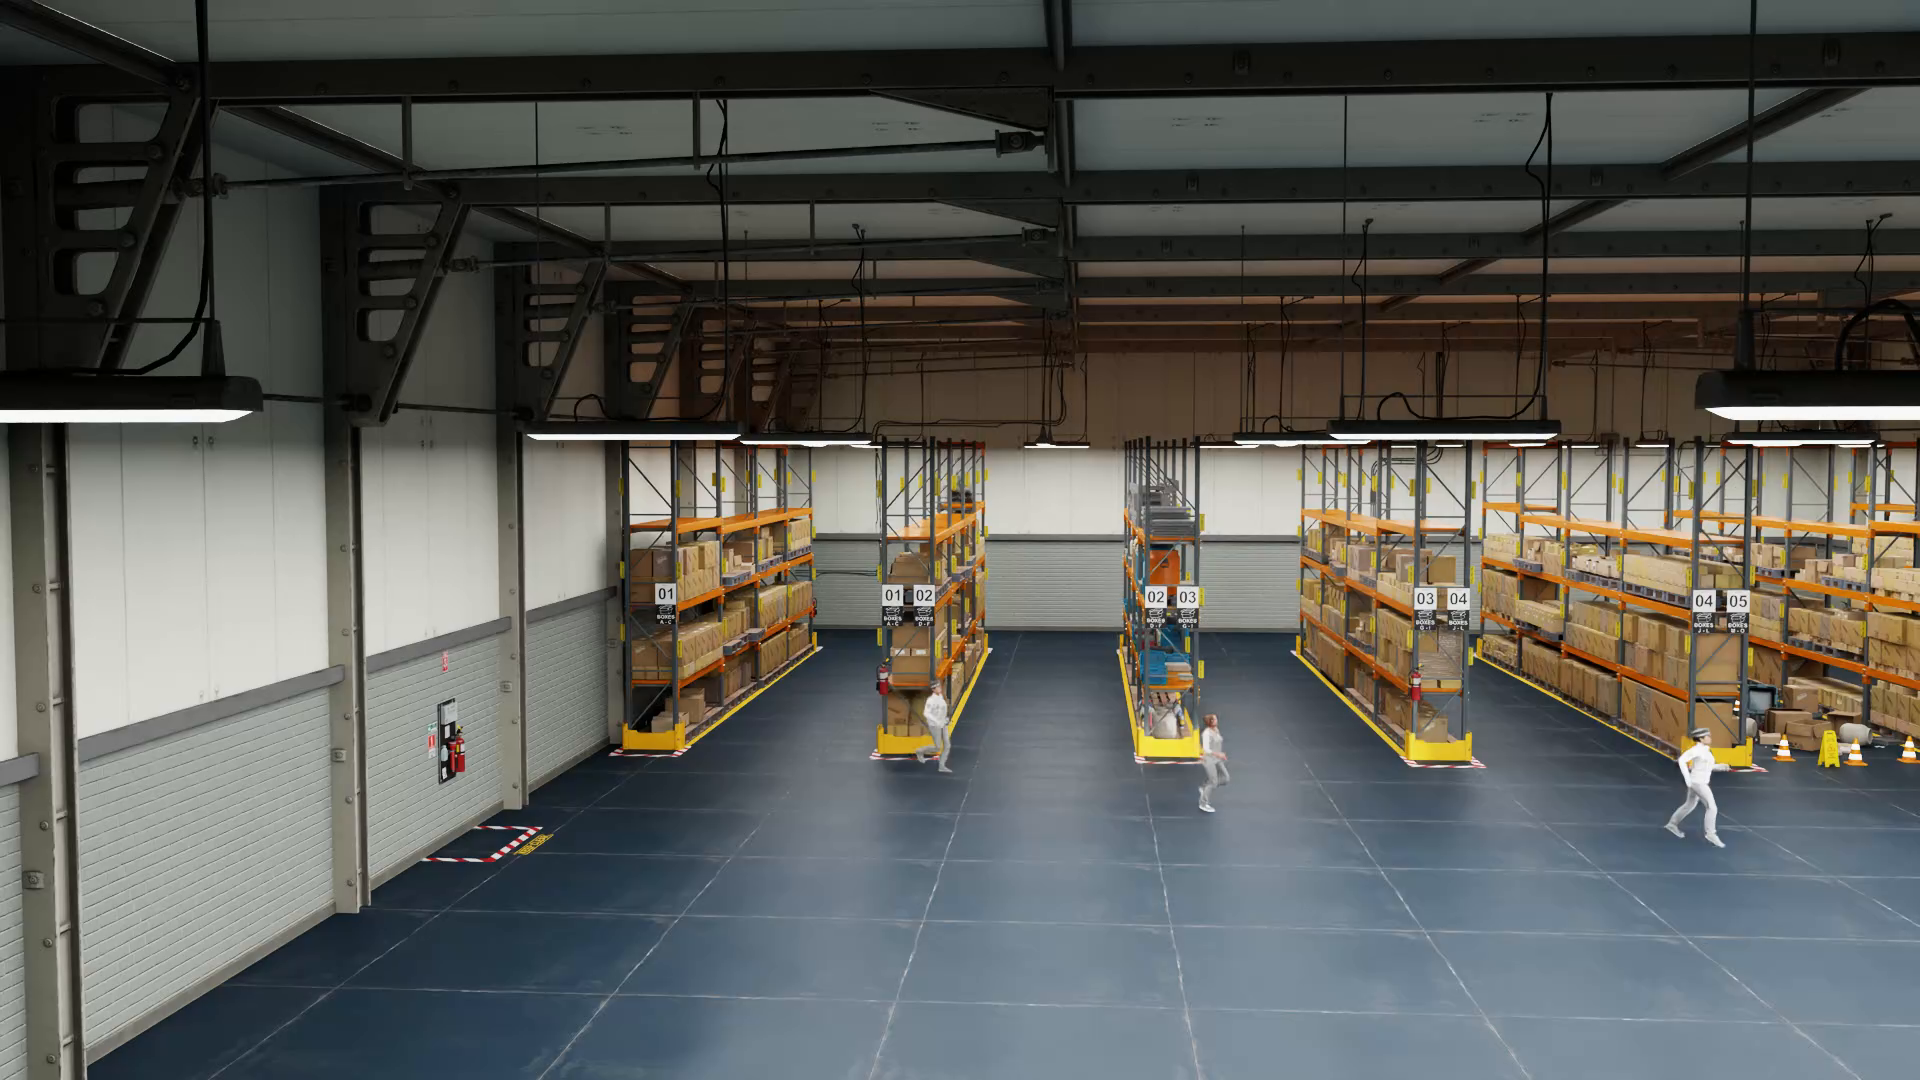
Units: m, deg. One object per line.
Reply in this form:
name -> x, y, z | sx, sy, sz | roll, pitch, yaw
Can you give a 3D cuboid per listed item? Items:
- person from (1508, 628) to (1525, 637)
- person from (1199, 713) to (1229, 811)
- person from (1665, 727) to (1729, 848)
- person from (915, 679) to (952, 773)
person -> 15.883, 2.359, 47.416 | 0.880, 1.712, 0.737 | 2, 4, 33
person -> 4.044, 3.533, 26.436 | 0.537, 1.566, 0.539 | 2, 4, 34
person -> 10.740, 3.573, 24.213 | 0.832, 1.734, 0.580 | 2, 4, 30
person -> -0.443, 3.310, 29.698 | 0.713, 1.663, 0.630 | 2, 4, 30
